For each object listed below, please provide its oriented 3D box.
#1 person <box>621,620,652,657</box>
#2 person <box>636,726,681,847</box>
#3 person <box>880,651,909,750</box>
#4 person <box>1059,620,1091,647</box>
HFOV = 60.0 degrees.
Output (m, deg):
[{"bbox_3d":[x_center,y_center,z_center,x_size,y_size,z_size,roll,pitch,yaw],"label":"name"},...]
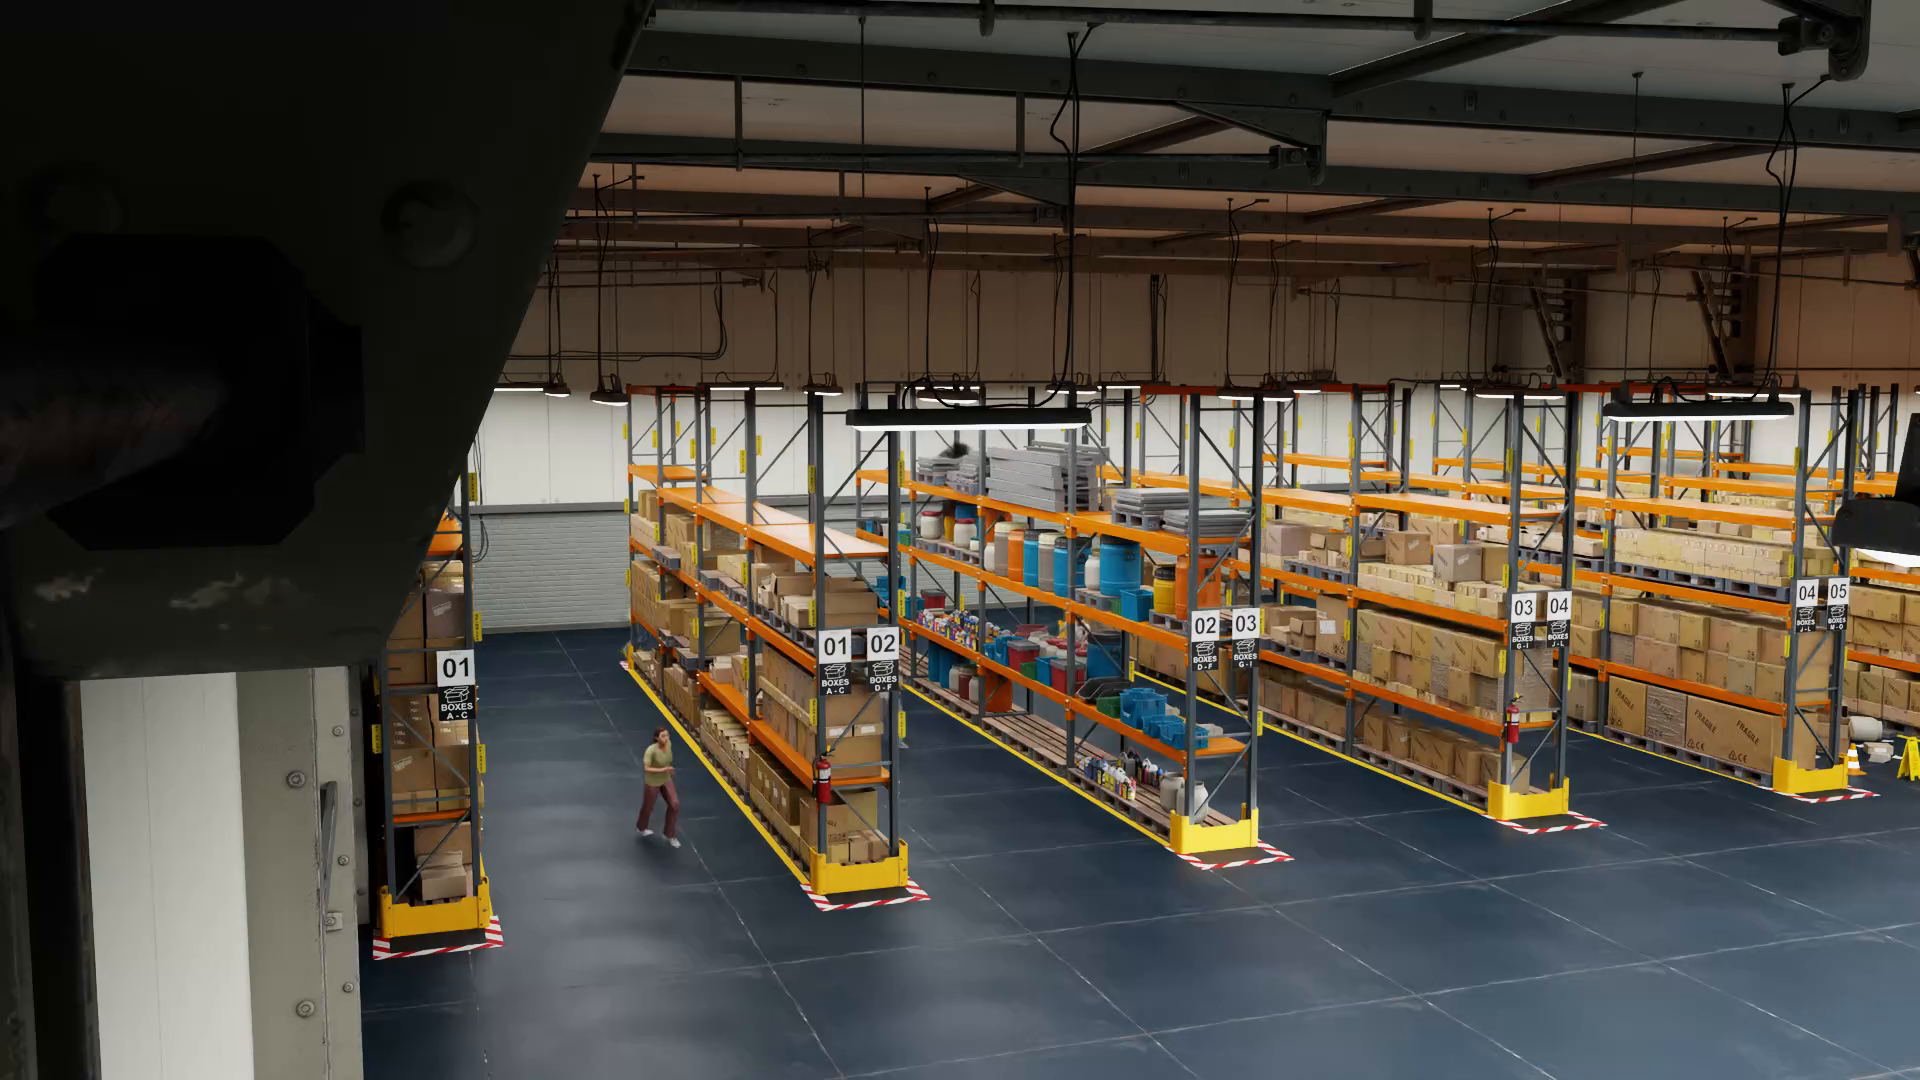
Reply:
[{"bbox_3d":[-7.014,1.754,36.273,0.783,1.664,0.653,-1,6,-8],"label":"person"},{"bbox_3d":[-4.024,3.248,22.121,0.574,1.636,0.934,-5,8,-39],"label":"person"},{"bbox_3d":[-1.208,2.643,27.819,0.575,1.663,0.953,-5,8,-42],"label":"person"},{"bbox_3d":[2.339,2.165,33.461,0.633,1.417,0.917,0,6,-2],"label":"person"}]
